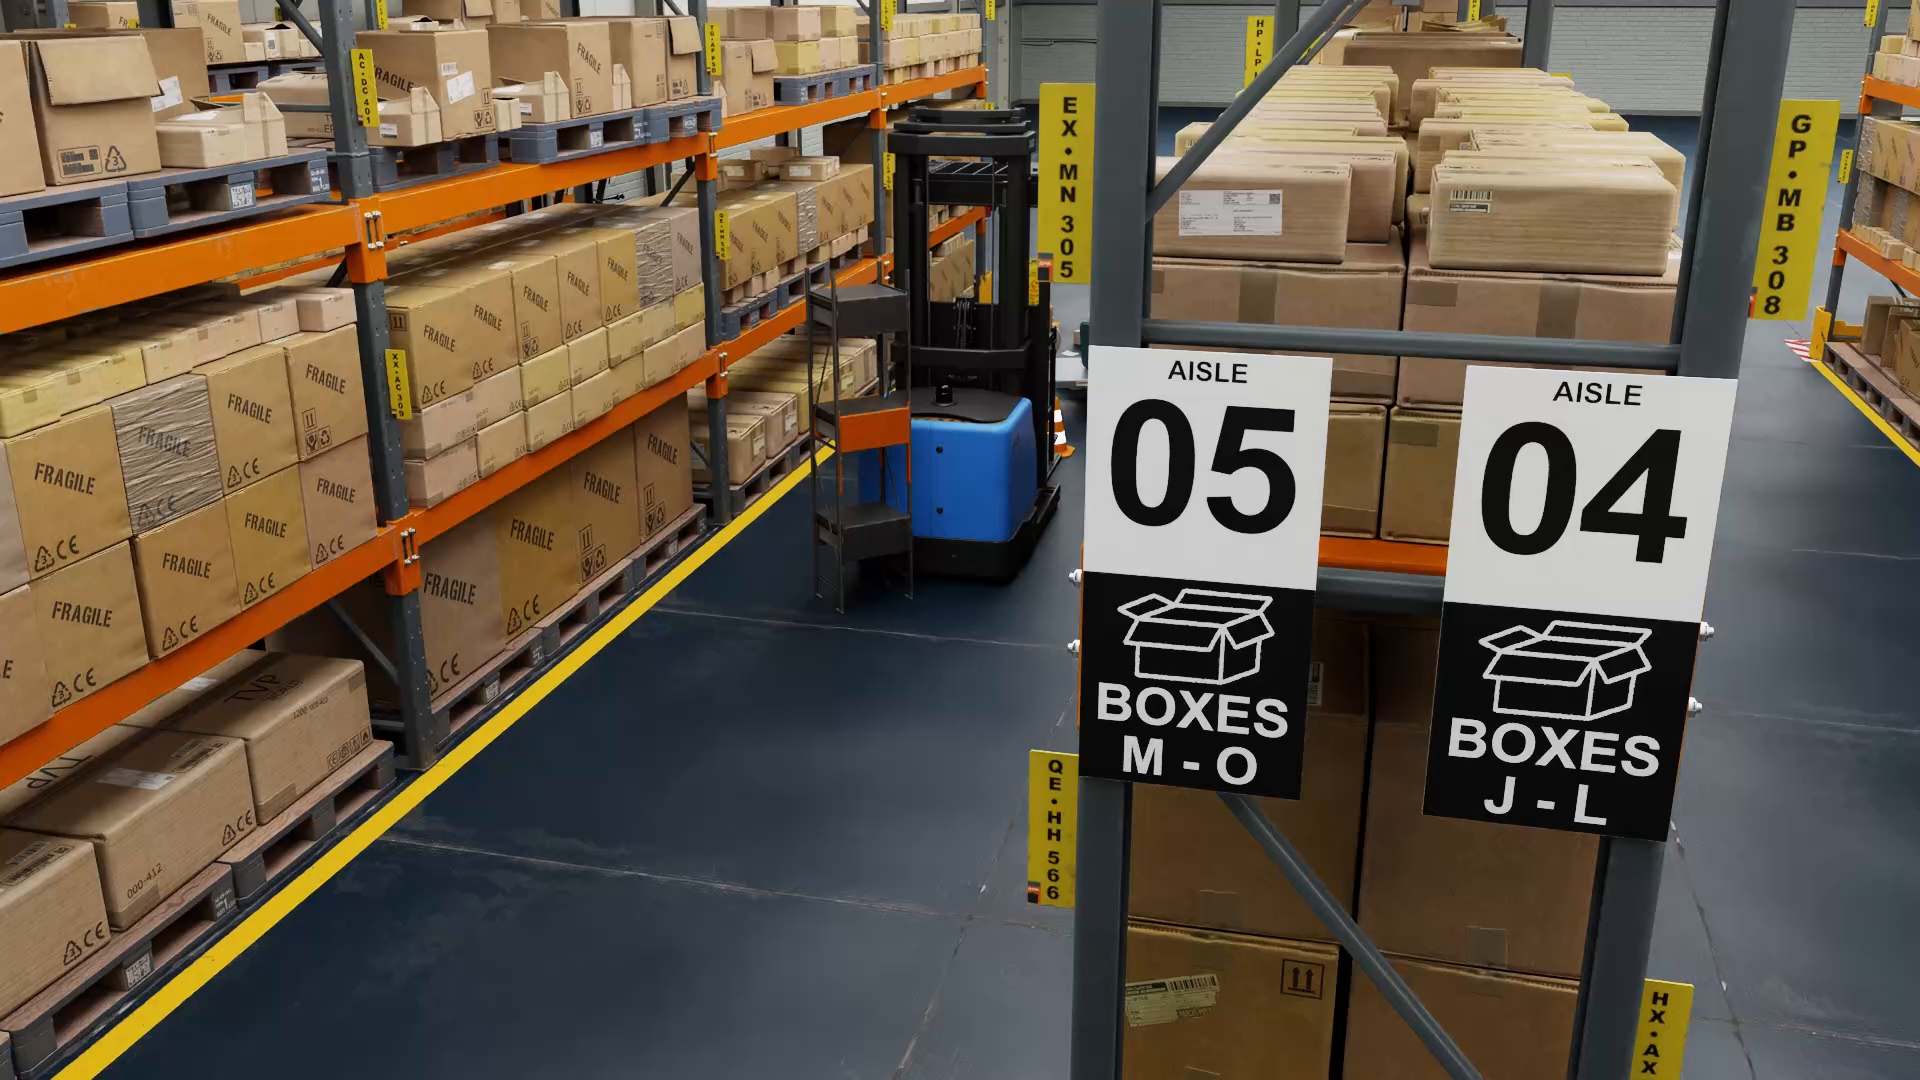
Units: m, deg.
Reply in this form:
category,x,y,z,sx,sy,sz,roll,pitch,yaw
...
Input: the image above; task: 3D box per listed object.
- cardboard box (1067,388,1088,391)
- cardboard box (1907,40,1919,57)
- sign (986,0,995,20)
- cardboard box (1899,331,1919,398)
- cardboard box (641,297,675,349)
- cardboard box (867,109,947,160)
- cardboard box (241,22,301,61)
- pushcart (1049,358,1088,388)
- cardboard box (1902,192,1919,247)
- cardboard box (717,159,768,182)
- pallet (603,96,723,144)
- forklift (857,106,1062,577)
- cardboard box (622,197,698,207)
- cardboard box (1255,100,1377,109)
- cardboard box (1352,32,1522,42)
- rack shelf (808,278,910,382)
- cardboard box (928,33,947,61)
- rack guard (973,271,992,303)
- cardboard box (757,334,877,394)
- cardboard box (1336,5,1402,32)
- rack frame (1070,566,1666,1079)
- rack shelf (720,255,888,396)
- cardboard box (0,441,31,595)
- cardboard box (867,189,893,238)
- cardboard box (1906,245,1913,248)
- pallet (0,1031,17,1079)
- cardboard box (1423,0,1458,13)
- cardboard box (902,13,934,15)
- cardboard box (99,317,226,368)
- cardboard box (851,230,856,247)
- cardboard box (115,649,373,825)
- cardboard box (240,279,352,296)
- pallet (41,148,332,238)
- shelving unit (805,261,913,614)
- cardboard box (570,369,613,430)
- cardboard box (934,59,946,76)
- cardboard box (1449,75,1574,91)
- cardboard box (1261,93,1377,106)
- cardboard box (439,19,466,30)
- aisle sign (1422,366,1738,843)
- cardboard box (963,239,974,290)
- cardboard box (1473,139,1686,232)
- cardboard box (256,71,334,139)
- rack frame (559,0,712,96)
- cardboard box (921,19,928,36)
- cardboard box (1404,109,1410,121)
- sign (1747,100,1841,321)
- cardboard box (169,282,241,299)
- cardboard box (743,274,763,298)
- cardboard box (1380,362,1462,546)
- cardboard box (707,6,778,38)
category,x,y,z,sx,sy,sz,roll,pitch,yaw
cardboard box,1.100,-1.614,16.002,0.258,0.266,0.396,-9,21,-24
cardboard box,8.817,-4.444,15.032,0.380,0.149,0.250,5,19,13
sign,0.331,-5.864,18.204,0.100,0.325,0.005,5,19,13
cardboard box,8.774,-1.558,14.826,0.500,0.500,0.500,3,19,9
cardboard box,-2.151,-1.401,10.607,0.500,0.250,0.500,4,19,12
cardboard box,-0.528,-4.088,16.854,0.700,0.500,0.500,5,19,13
cardboard box,-6.122,-4.349,14.473,0.500,0.311,0.500,4,19,12
pushcart,1.043,-1.417,15.251,1.648,0.377,0.936,-2,19,-6
cardboard box,8.943,-2.836,14.734,0.875,0.500,0.500,5,19,13
cardboard box,-1.803,-3.048,13.701,0.380,0.149,0.250,6,20,16
pallet,-2.263,-2.692,10.580,1.213,0.211,1.003,6,20,16
forklift,0.135,-1.586,11.796,1.130,2.935,3.031,4,19,12
cardboard box,-2.200,-2.282,12.464,0.500,0.500,0.500,4,19,13
cardboard box,0.906,-1.083,4.419,0.380,0.149,0.250,4,19,12
cardboard box,2.195,-2.096,7.733,0.797,0.503,0.637,4,19,13
rack shelf,-0.616,-1.277,10.054,0.480,0.518,0.431,-10,21,-28
cardboard box,-0.434,-4.904,16.536,0.500,0.250,0.500,5,19,14
rack guard,-0.221,-2.869,19.313,1.175,0.500,0.348,5,19,13
cardboard box,-1.306,-1.612,15.183,0.950,0.372,0.625,5,19,14
cardboard box,2.821,-3.489,11.661,0.500,0.500,0.500,5,19,13
rack frame,0.713,1.299,3.245,1.000,3.000,0.127,5,19,13
rack shelf,-1.669,-1.855,13.589,1.077,0.370,4.000,5,19,13
cardboard box,-3.481,-0.034,5.443,0.500,0.500,0.500,5,19,13
cardboard box,-0.802,-3.126,15.584,0.500,0.500,0.500,5,19,13
cardboard box,8.713,-2.552,14.908,0.380,0.149,0.250,5,19,13
pallet,-3.992,2.002,5.499,1.003,0.211,1.213,5,19,13
cardboard box,4.063,-4.474,13.855,0.380,0.149,0.250,5,19,14
cardboard box,-0.487,-5.658,18.127,0.380,0.149,0.250,5,19,13
cardboard box,-3.186,-0.788,6.649,0.380,0.149,0.250,4,19,13
cardboard box,-1.120,-2.637,14.507,0.380,0.149,0.250,4,19,12
cardboard box,-3.392,0.888,7.762,0.875,0.438,0.875,4,19,13
cardboard box,-3.269,-0.995,8.258,0.500,0.500,0.500,5,20,15
pallet,-3.345,-1.436,6.748,1.003,0.211,1.213,5,19,13
shelving unit,-0.616,-0.627,10.276,0.503,2.100,0.431,-10,21,-28
cardboard box,-2.374,-0.838,9.733,0.500,0.250,0.500,4,19,12
cardboard box,-0.351,-4.757,16.723,0.380,0.149,0.250,4,19,13
cardboard box,1.805,-1.446,5.481,0.380,0.149,0.250,5,19,13
cardboard box,0.965,-1.166,4.661,0.380,0.149,0.250,4,19,12
cardboard box,-5.337,-5.256,17.197,0.396,0.266,0.258,4,19,12
aisle sign,0.986,0.115,2.688,0.394,0.787,0.004,5,19,13
cardboard box,-0.146,-3.056,18.439,0.500,0.500,0.500,5,19,14
cardboard box,1.230,-0.716,3.346,0.380,0.149,0.250,5,19,13
cardboard box,-3.123,-2.183,8.286,0.500,0.311,0.500,5,19,13
rack frame,-2.157,-4.407,10.668,1.000,3.000,0.127,5,19,13
cardboard box,-0.521,-4.985,16.157,0.380,0.149,0.250,4,19,13
cardboard box,1.824,-1.375,5.892,0.500,0.250,0.500,4,19,11
sign,1.239,-0.492,2.494,0.100,0.325,0.005,5,19,13
cardboard box,-3.463,-1.063,7.455,0.380,0.149,0.250,4,19,13
cardboard box,-1.684,-1.903,12.358,0.380,0.149,0.250,3,19,10
cardboard box,1.070,-0.170,3.137,0.500,0.250,0.500,5,20,15
cardboard box,-1.823,-4.297,13.796,0.500,0.250,0.500,4,19,12
